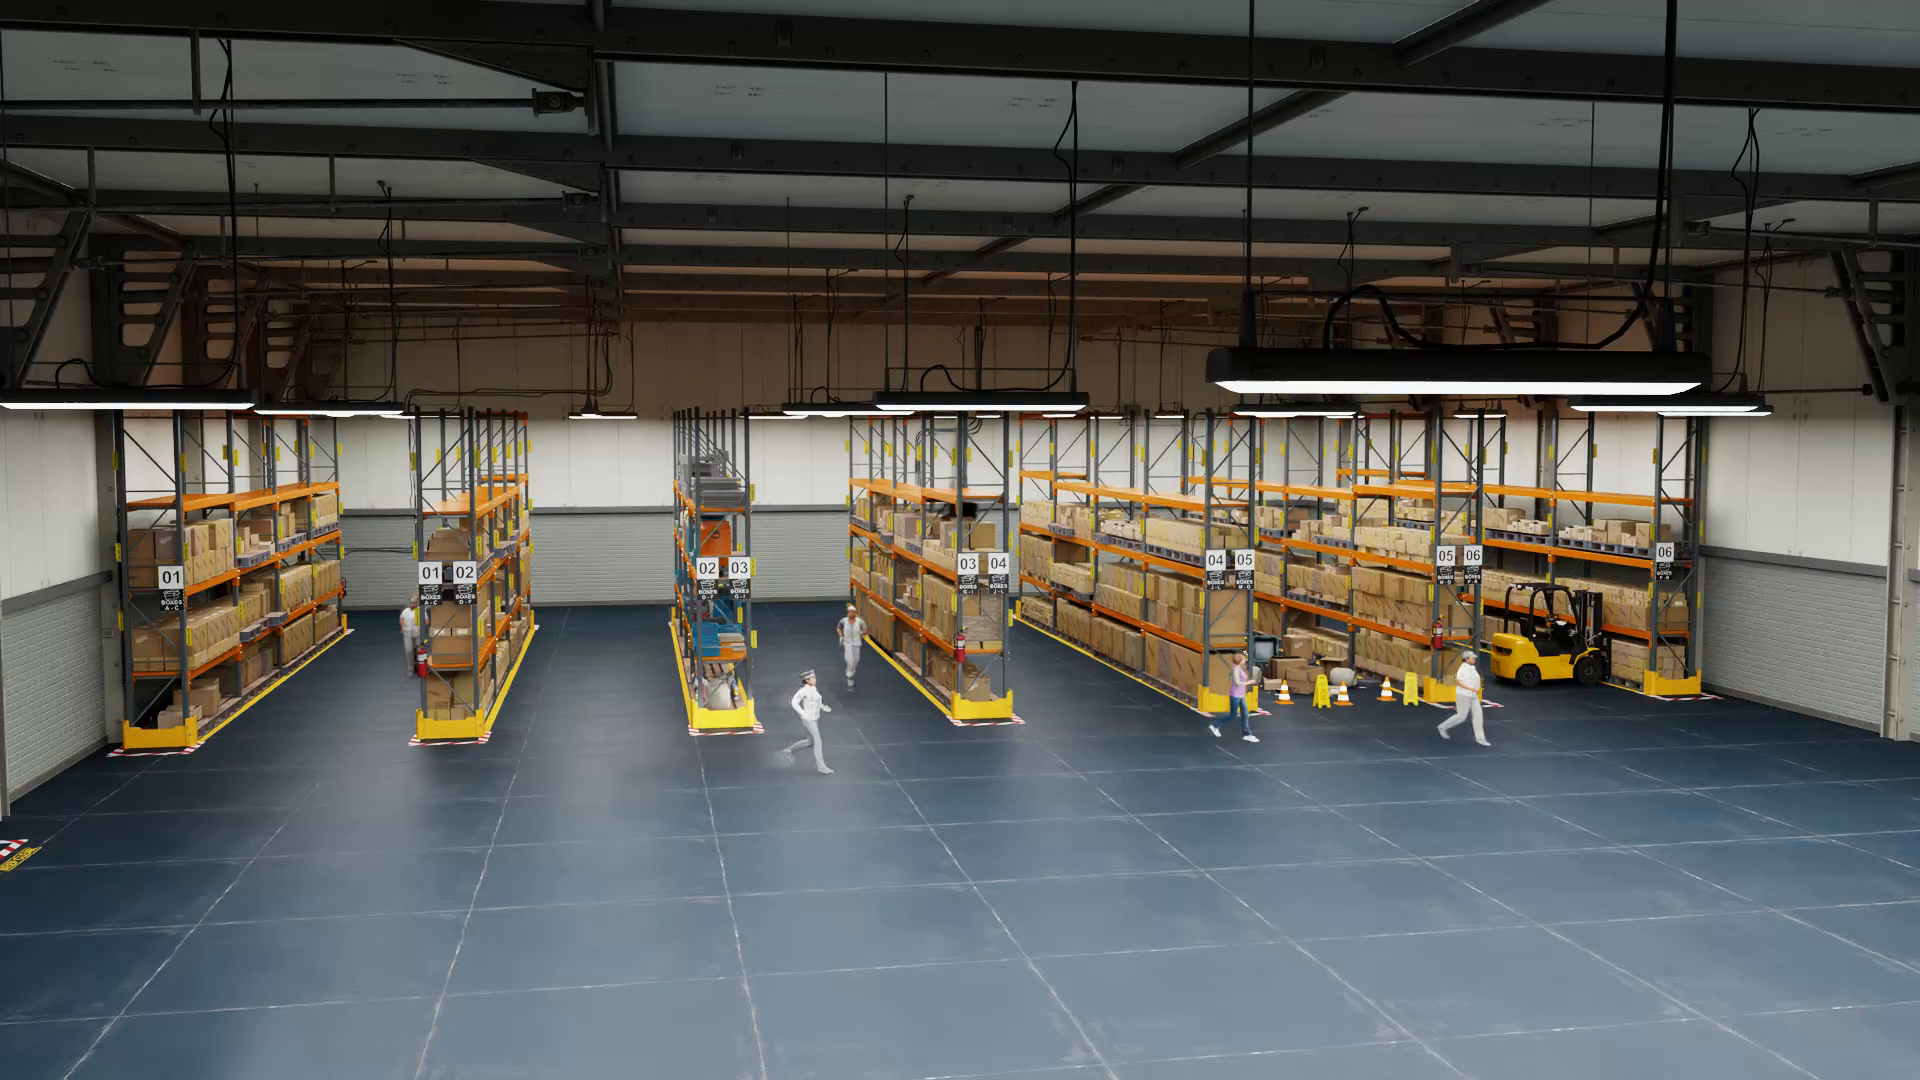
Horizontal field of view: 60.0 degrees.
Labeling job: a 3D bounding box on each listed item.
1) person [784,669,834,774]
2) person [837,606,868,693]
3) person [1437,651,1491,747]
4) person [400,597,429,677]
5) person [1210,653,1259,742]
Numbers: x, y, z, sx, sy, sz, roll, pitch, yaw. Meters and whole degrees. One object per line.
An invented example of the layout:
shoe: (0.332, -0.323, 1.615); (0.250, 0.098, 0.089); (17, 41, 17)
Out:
person: (-2.484, 2.954, 27.167); (0.892, 1.702, 0.618); (1, 4, 15)
person: (-2.283, 2.314, 35.520); (0.619, 1.850, 0.799); (-1, 4, -13)
person: (9.019, 2.793, 29.556); (0.959, 1.659, 0.643); (3, 5, 40)
person: (-12.382, 2.165, 37.707); (0.664, 1.786, 0.956); (-1, 4, -9)
person: (4.904, 2.793, 29.664); (0.881, 1.586, 0.537); (1, 4, 20)
